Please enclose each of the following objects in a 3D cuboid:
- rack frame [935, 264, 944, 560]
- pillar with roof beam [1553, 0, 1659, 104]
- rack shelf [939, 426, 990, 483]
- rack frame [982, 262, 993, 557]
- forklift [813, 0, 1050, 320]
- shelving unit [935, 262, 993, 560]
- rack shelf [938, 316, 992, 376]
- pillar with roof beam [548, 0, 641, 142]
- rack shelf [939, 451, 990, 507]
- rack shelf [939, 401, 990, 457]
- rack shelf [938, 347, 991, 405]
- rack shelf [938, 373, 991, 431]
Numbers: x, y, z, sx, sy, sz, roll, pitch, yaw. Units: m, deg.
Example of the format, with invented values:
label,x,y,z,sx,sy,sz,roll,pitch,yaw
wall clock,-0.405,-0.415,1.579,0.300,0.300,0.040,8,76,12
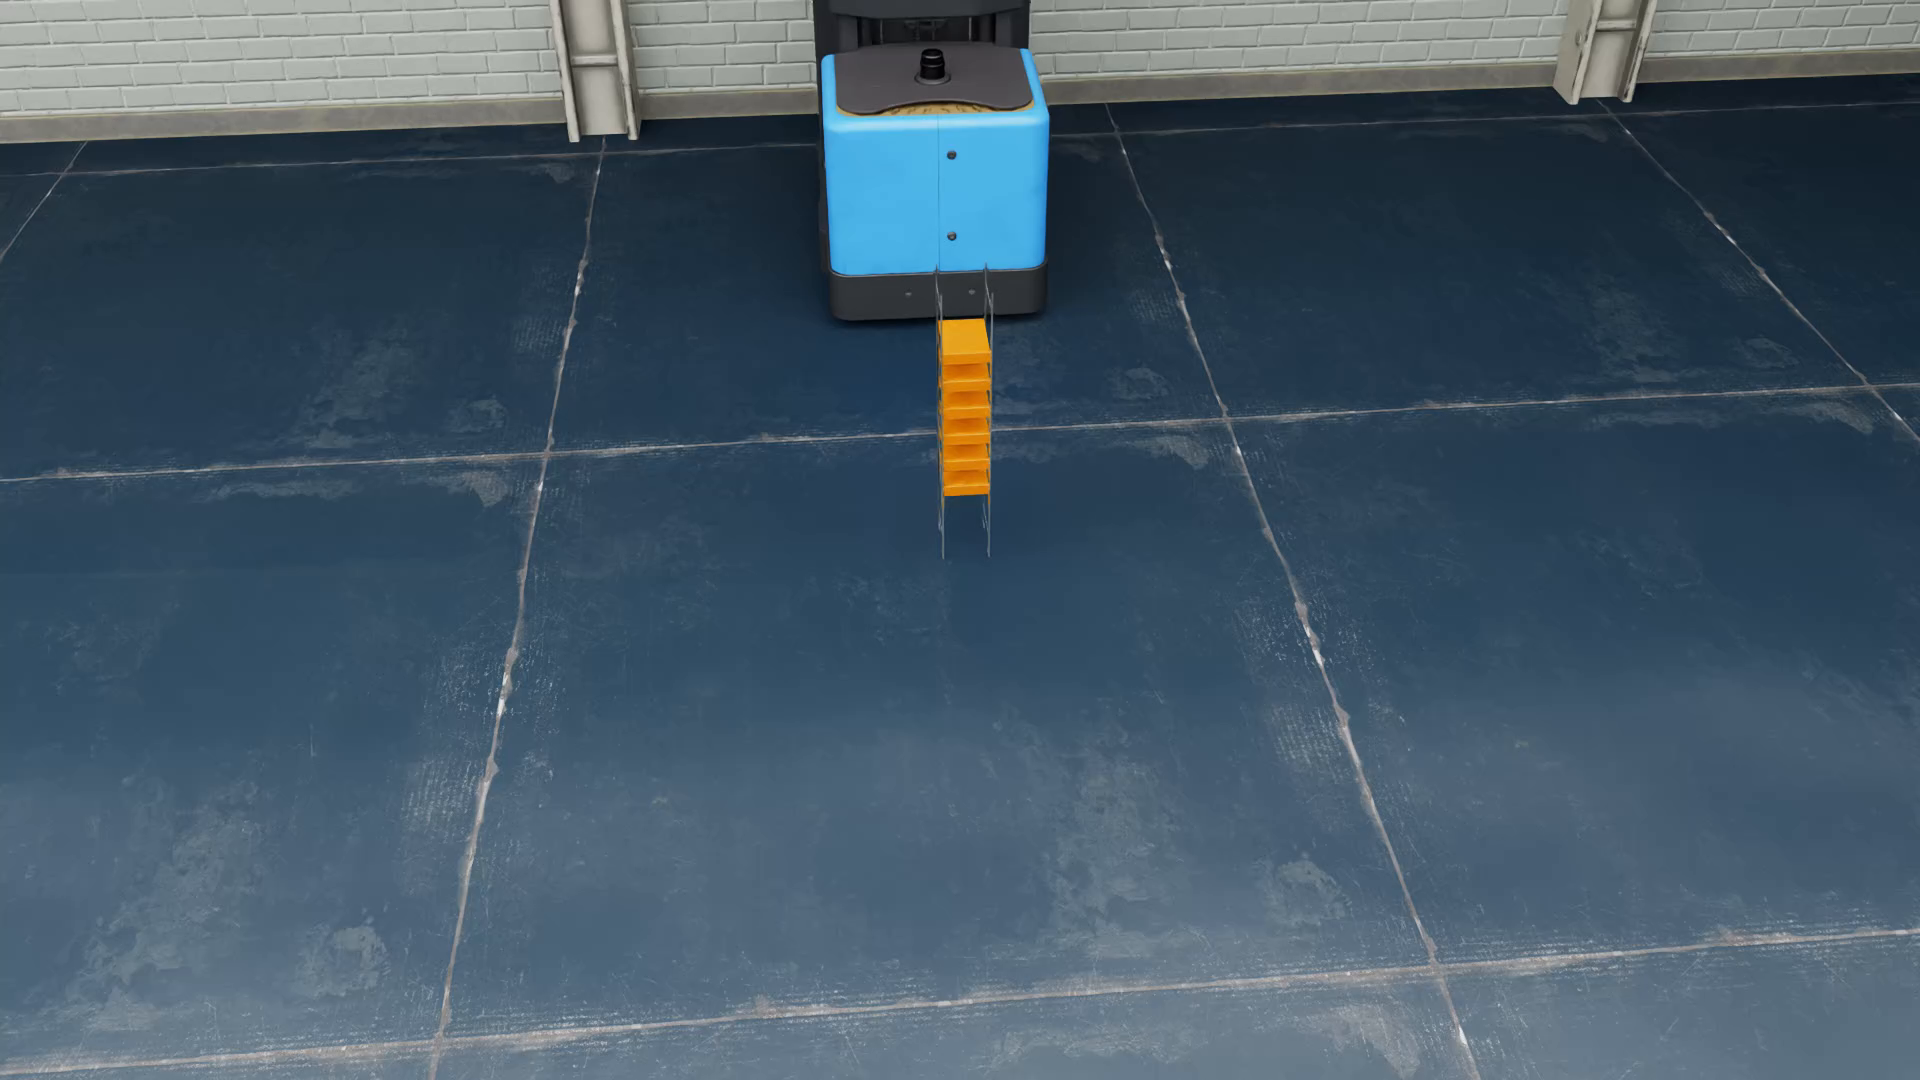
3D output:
label,x,y,z,sx,sy,sz,roll,pitch,yaw
rack frame,-0.077,-0.467,6.373,0.006,1.200,0.240,-3,38,-4
pillar with roof beam,4.267,-3.630,4.086,0.400,9.000,9.100,-3,38,-4
rack shelf,0.014,-0.343,6.481,0.180,0.103,0.258,-3,38,-4
rack frame,0.106,-0.477,6.386,0.006,1.200,0.240,-3,38,-4
forklift,-0.214,-3.101,8.314,1.130,2.935,3.031,-3,38,-4
shelving unit,0.014,-0.472,6.379,0.189,1.200,0.258,-3,38,-4
rack shelf,0.014,-0.720,6.184,0.180,0.103,0.258,-3,38,-4
pillar with roof beam,-1.709,-3.301,3.669,0.400,9.000,9.100,-3,38,-4
rack shelf,0.014,-0.249,6.556,0.180,0.103,0.258,-3,38,-4
rack shelf,0.014,-0.437,6.407,0.180,0.103,0.258,-3,38,-4
rack shelf,0.014,-0.625,6.258,0.180,0.103,0.258,-3,38,-4
rack shelf,0.014,-0.531,6.333,0.180,0.103,0.258,-3,38,-4
